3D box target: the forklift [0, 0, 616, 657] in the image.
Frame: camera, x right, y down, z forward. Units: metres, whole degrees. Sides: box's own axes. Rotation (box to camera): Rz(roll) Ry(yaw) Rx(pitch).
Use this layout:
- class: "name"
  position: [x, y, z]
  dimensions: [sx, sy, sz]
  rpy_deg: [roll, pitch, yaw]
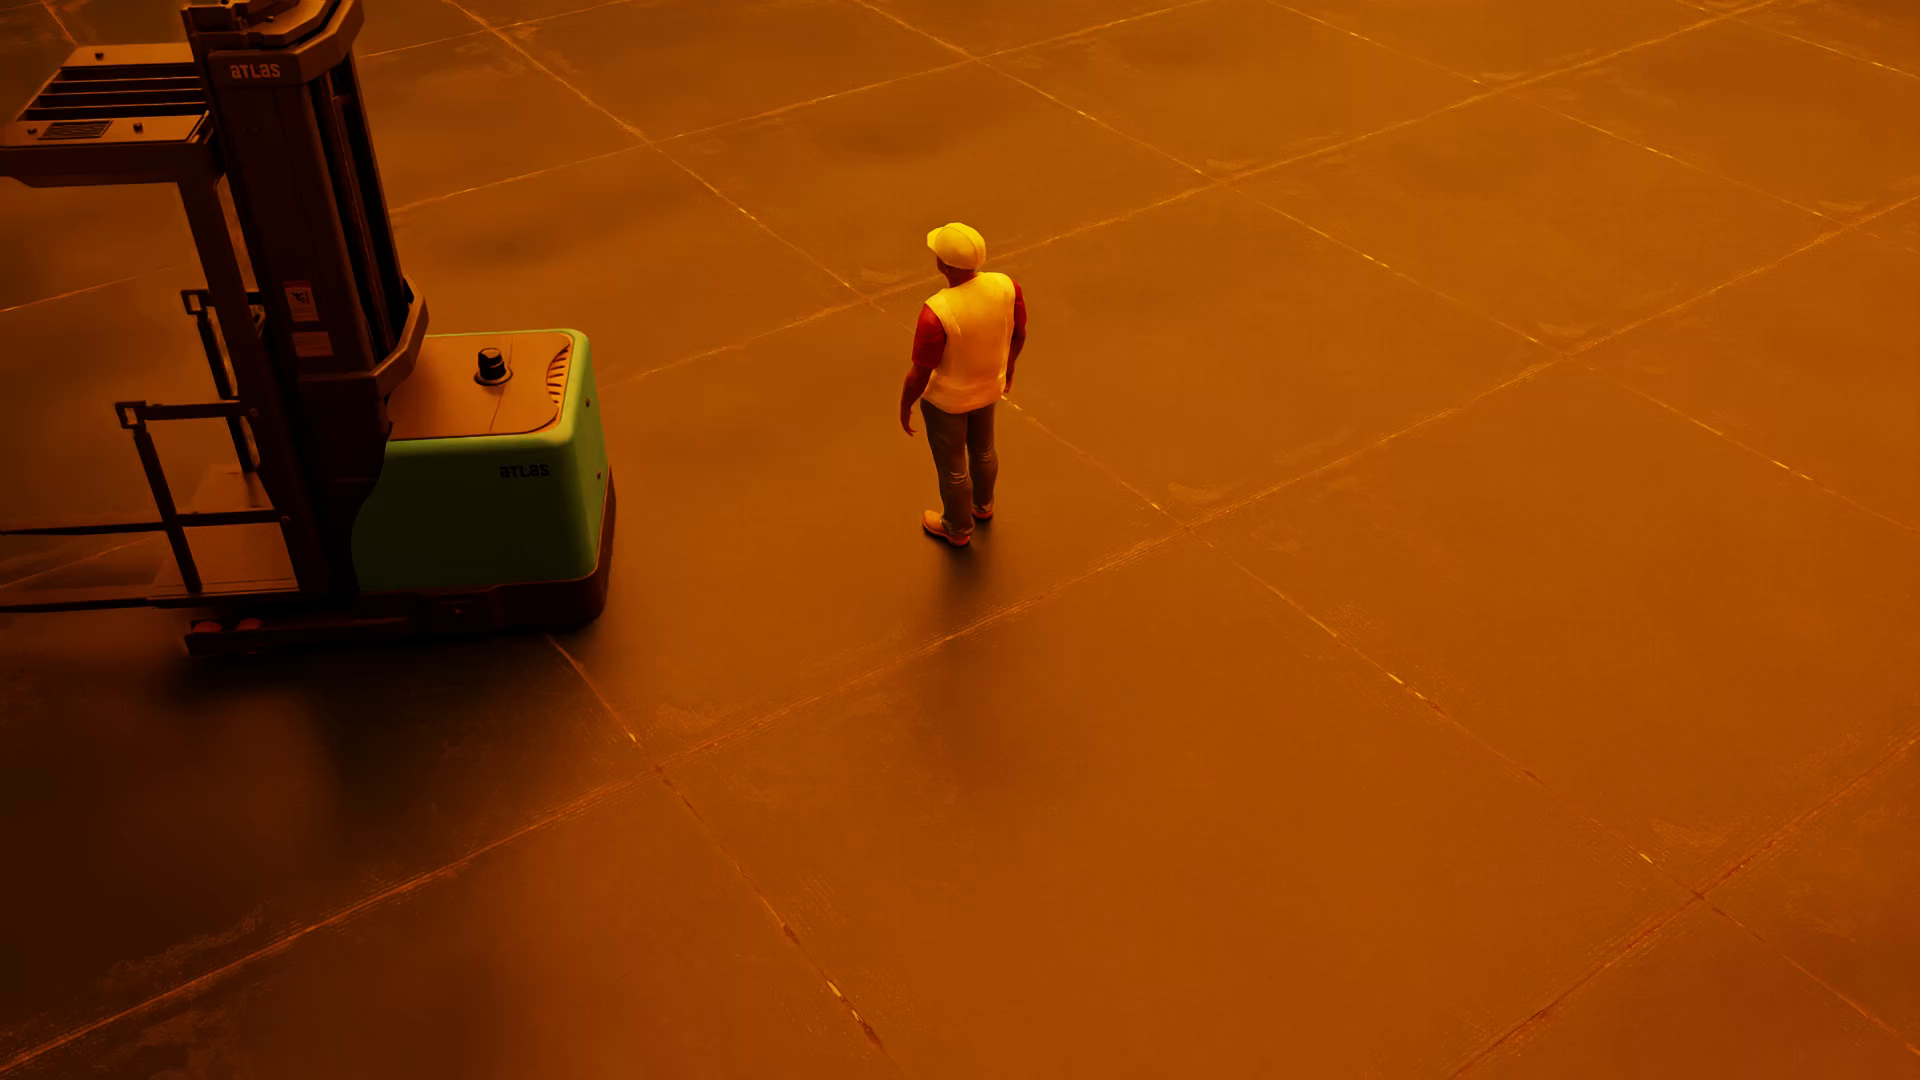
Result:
- class: "forklift"
  position: [-3.231, -0.969, 7.256]
  dimensions: [3.031, 2.935, 1.130]
  rpy_deg: [-3, 37, -5]

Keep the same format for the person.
- class: "person"
  position: [-0.035, -0.751, 7.929]
  dimensions: [0.666, 1.765, 0.577]
  rpy_deg: [-23, 42, -28]
